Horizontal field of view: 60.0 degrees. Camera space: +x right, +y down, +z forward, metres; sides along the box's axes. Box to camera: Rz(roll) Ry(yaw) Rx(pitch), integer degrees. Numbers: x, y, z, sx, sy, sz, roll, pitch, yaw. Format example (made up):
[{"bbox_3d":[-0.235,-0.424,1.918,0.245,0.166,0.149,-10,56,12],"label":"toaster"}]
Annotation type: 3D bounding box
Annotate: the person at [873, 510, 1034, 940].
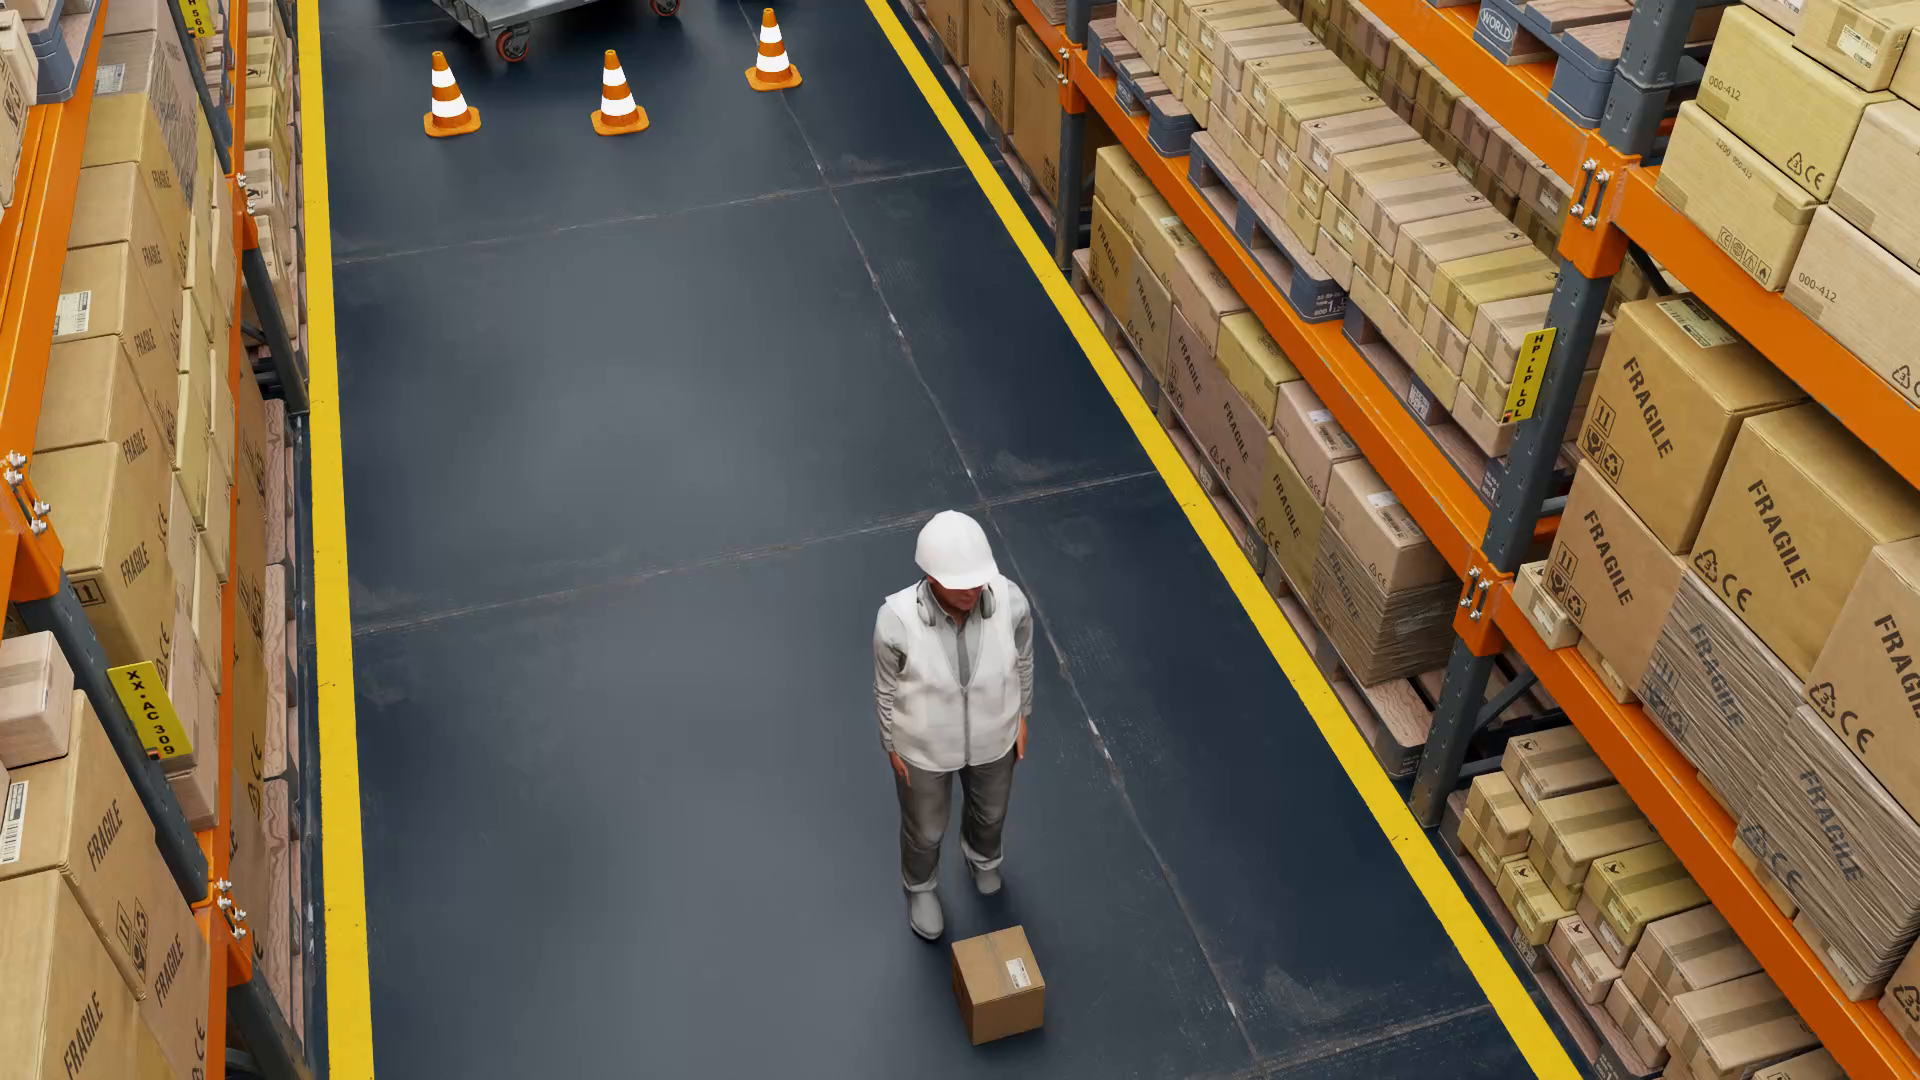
[{"bbox_3d":[-0.008,0.648,5.467,0.533,1.829,0.368,-11,43,-12],"label":"person"}]
